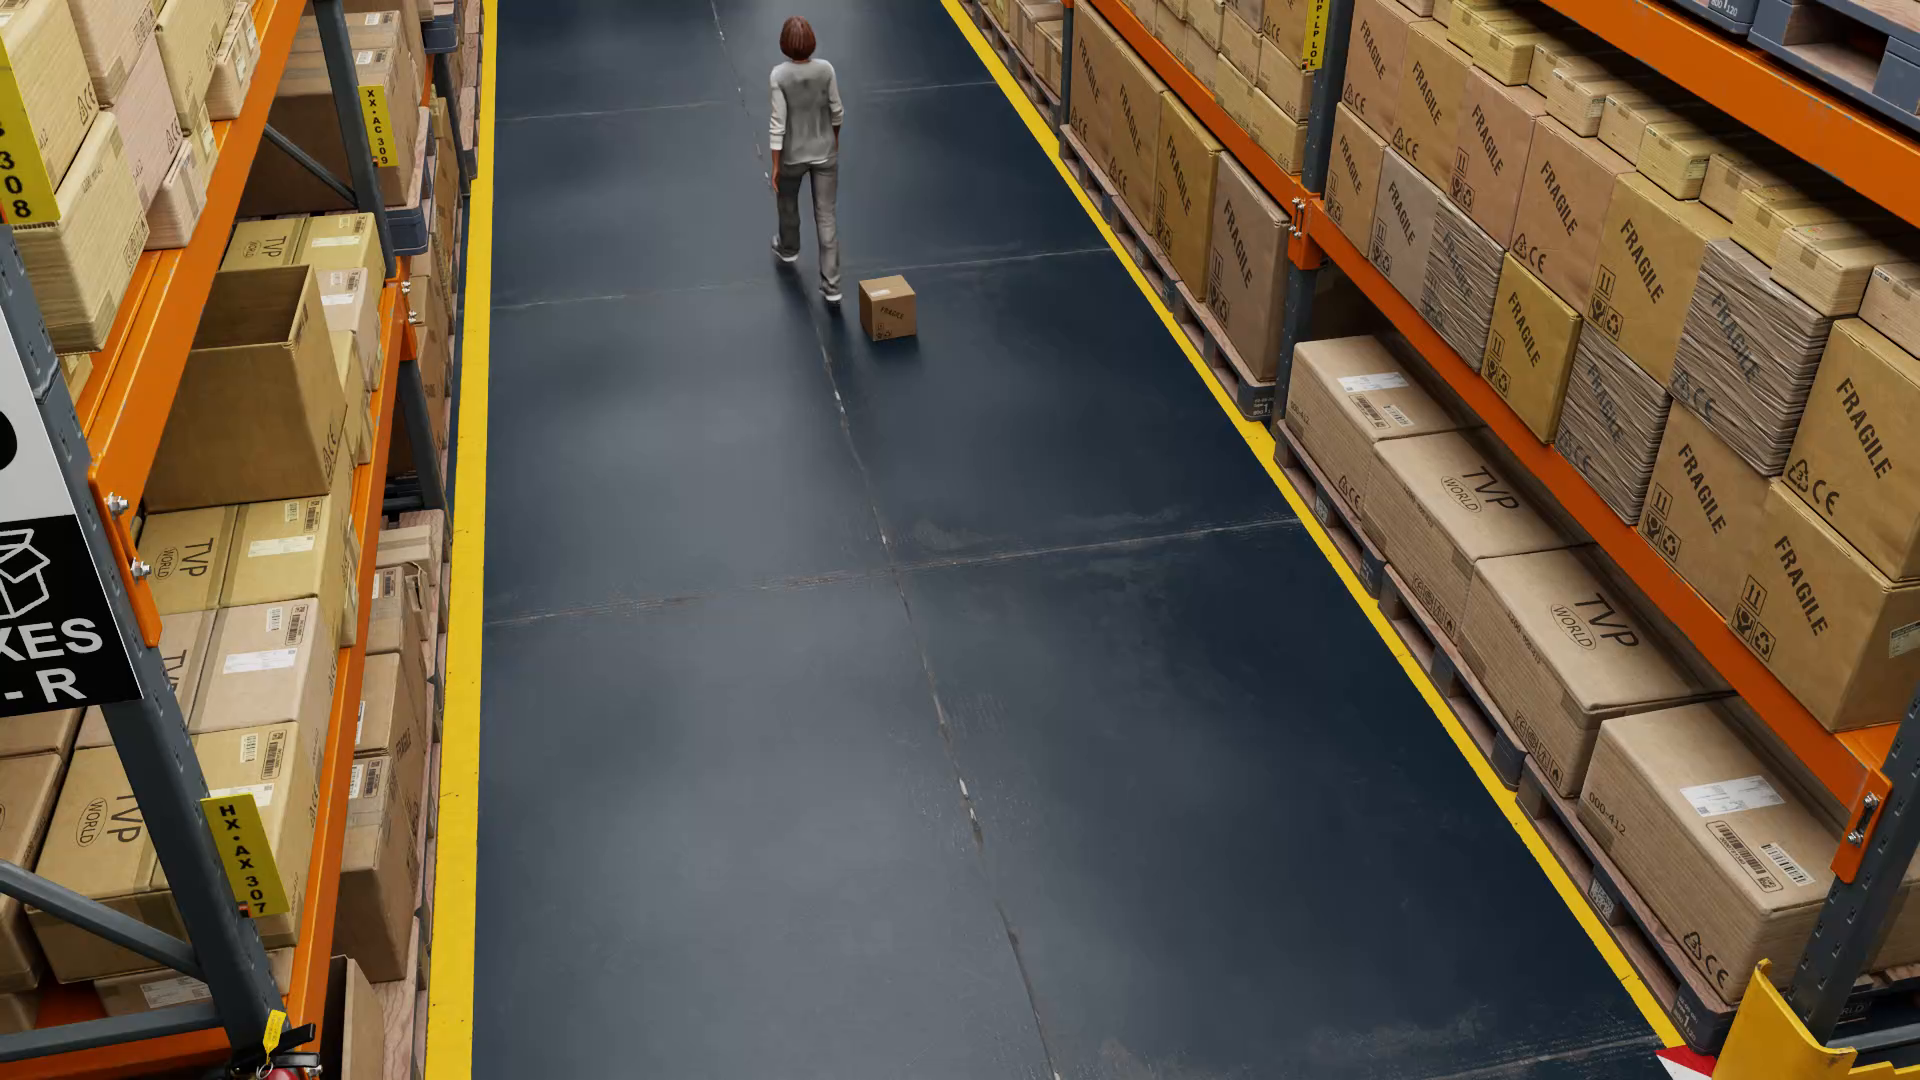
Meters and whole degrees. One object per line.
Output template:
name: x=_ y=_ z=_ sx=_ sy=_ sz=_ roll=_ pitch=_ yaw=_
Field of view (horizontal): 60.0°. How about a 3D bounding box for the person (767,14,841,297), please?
person: x=-0.876 y=-2.191 z=9.294 sx=0.433 sy=1.544 sz=0.918 roll=-8 pitch=36 yaw=-11
